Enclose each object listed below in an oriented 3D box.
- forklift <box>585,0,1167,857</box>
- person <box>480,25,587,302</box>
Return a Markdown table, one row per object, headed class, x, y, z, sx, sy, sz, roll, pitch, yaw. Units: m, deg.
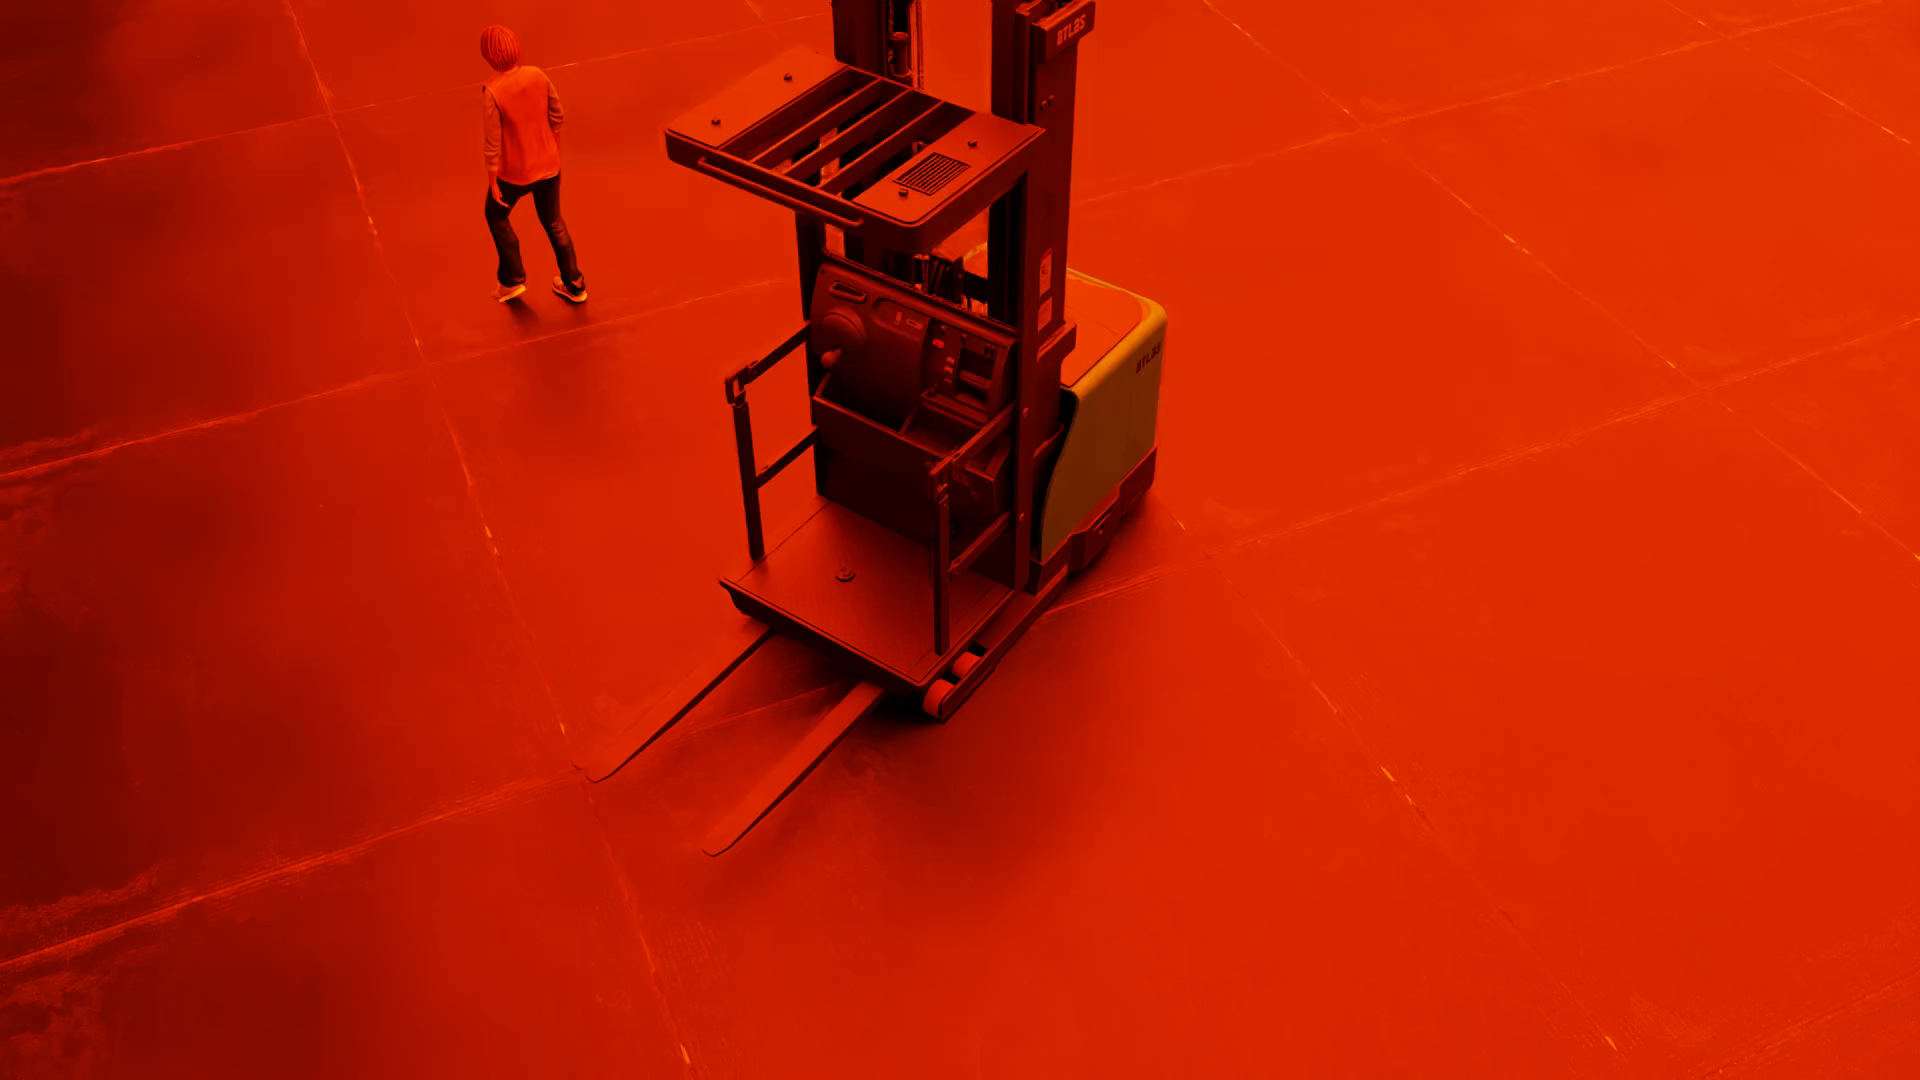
| class | x | y | z | sx | sy | sz | roll | pitch | yaw |
| --- | --- | --- | --- | --- | --- | --- | --- | --- | --- |
| forklift | -0.325 | -0.696 | 6.426 | 1.130 | 2.935 | 3.031 | 26 | 49 | 25 |
| person | -2.297 | -1.946 | 8.797 | 0.490 | 1.627 | 0.514 | 33 | 52 | 30 |
